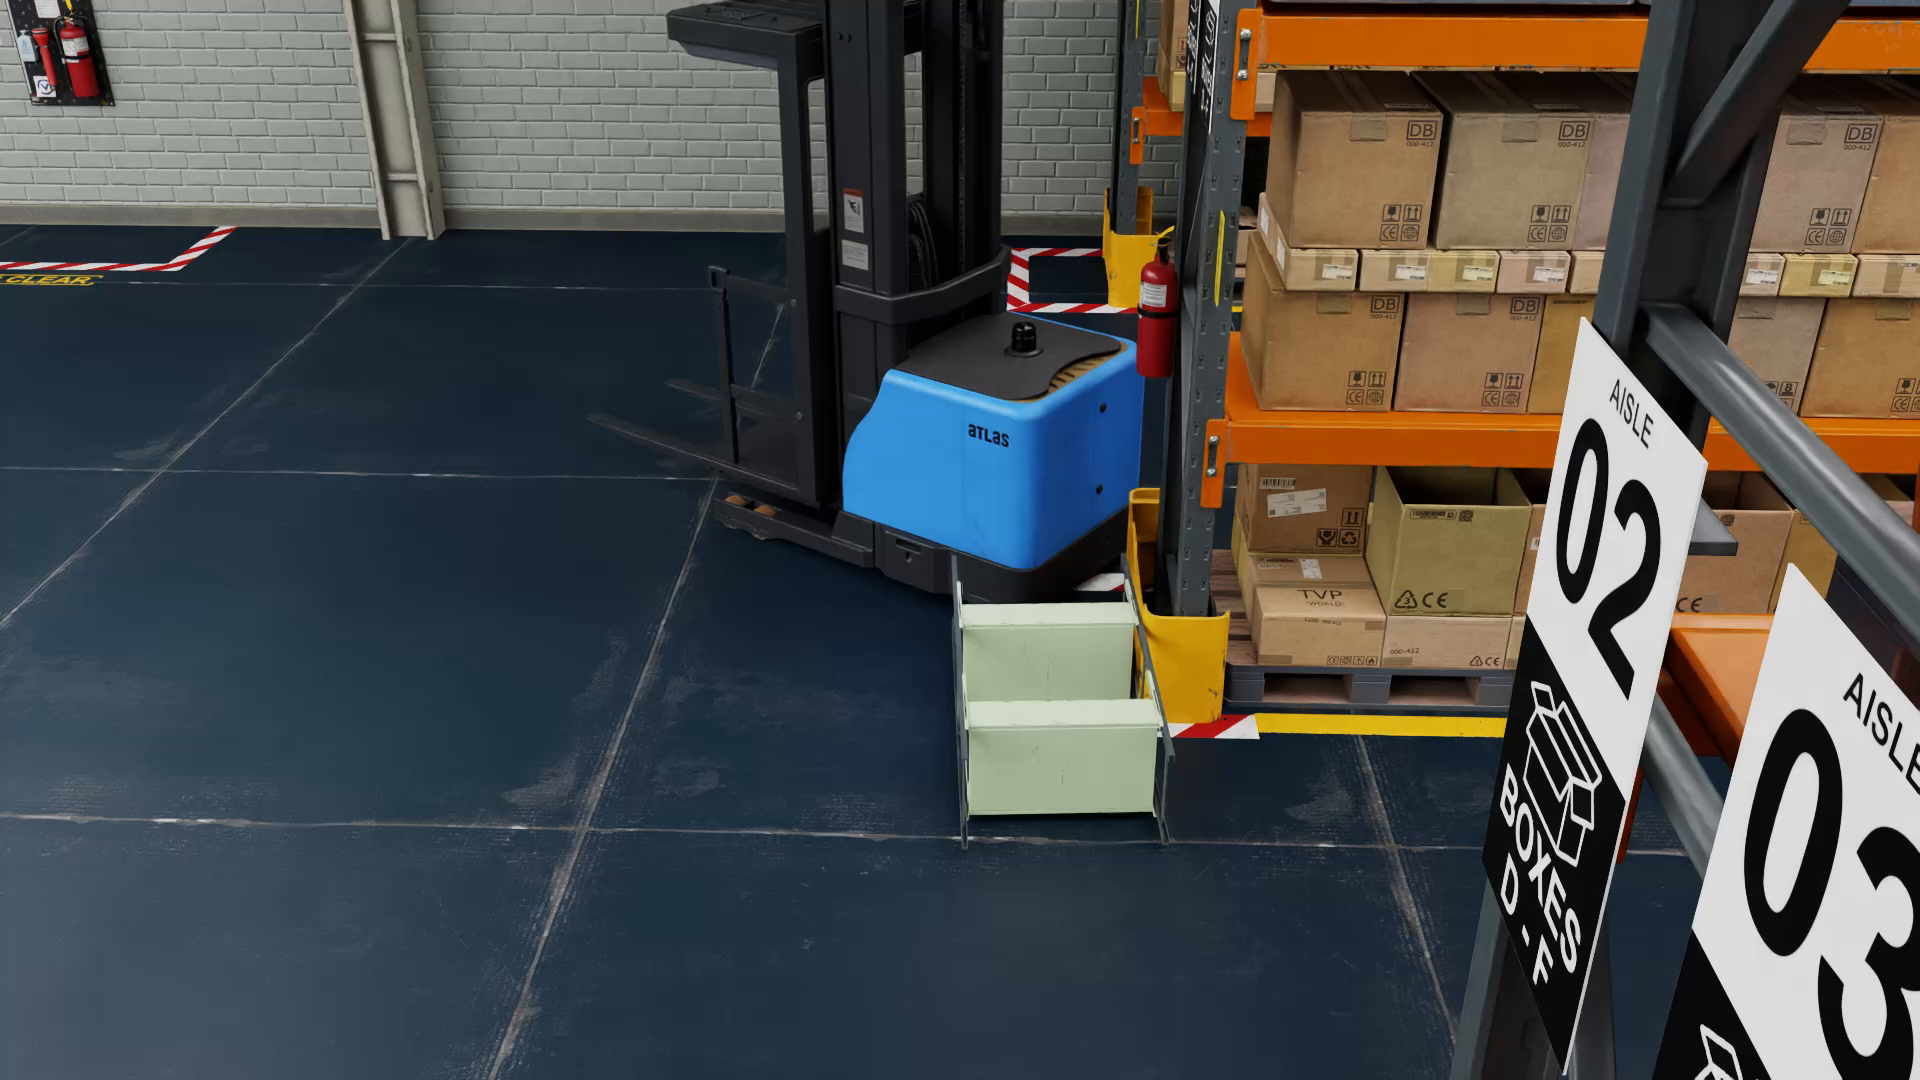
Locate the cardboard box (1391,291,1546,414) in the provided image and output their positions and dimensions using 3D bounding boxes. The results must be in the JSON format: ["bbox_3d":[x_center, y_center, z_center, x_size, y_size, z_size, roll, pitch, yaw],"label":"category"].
[{"bbox_3d":[1.942,-0.870,6.582,0.500,0.500,0.700,2,28,3],"label":"cardboard box"}]

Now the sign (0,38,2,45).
[{"bbox_3d":[-7.162,-3.789,12.158,0.234,0.329,0.001,1,28,2],"label":"sign"}]

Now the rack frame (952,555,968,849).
[{"bbox_3d":[-0.004,0.594,6.606,0.023,0.400,1.500,-1,28,-1],"label":"rack frame"}]

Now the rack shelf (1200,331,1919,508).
[{"bbox_3d":[2.949,-0.495,6.750,4.000,0.370,1.077,1,28,2],"label":"rack shelf"}]

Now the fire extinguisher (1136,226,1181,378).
[{"bbox_3d":[0.849,-1.032,7.076,0.183,0.674,0.296,1,28,2],"label":"fire extinguisher"}]

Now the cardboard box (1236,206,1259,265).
[{"bbox_3d":[1.810,-2.118,11.444,0.500,0.311,0.500,-2,28,-4],"label":"cardboard box"}]

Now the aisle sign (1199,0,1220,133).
[{"bbox_3d":[0.874,-1.853,5.767,0.004,0.787,0.394,1,28,2],"label":"aisle sign"}]

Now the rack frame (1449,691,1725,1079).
[{"bbox_3d":[0.772,1.472,2.270,0.127,3.000,1.000,1,28,2],"label":"rack frame"}]

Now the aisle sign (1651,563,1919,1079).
[{"bbox_3d":[0.690,0.460,1.405,0.004,0.787,0.394,1,28,2],"label":"aisle sign"}]

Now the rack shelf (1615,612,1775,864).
[{"bbox_3d":[2.771,0.498,1.674,4.000,0.370,1.077,1,28,2],"label":"rack shelf"}]

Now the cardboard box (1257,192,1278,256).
[{"bbox_3d":[1.339,-1.260,6.625,0.250,0.149,0.380,0,28,1],"label":"cardboard box"}]

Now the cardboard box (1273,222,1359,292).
[{"bbox_3d":[1.335,-1.070,6.266,0.250,0.149,0.380,1,28,1],"label":"cardboard box"}]

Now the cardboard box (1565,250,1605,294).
[{"bbox_3d":[2.367,-1.053,6.235,0.250,0.149,0.380,0,28,0],"label":"cardboard box"}]

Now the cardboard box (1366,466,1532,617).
[{"bbox_3d":[1.978,-0.028,6.787,0.500,0.500,0.500,1,28,2],"label":"cardboard box"}]

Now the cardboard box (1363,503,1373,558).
[{"bbox_3d":[1.997,0.056,7.429,0.500,0.250,0.500,1,28,2],"label":"cardboard box"}]

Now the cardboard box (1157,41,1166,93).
[{"bbox_3d":[1.596,-3.191,11.205,0.500,0.250,0.500,1,28,3],"label":"cardboard box"}]

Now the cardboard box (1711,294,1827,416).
[{"bbox_3d":[2.964,-0.852,6.549,0.500,0.500,0.700,2,28,3],"label":"cardboard box"}]

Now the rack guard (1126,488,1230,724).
[{"bbox_3d":[0.927,0.258,7.230,0.348,0.500,1.175,1,28,2],"label":"rack guard"}]

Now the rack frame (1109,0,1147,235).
[{"bbox_3d":[1.122,-3.165,11.018,0.127,3.000,1.000,1,28,2],"label":"rack frame"}]

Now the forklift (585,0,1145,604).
[{"bbox_3d":[-0.617,-1.478,7.908,3.031,2.935,1.130,19,33,31],"label":"forklift"}]

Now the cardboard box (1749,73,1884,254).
[{"bbox_3d":[3.000,-1.427,6.247,0.500,0.500,0.700,1,28,2],"label":"cardboard box"}]

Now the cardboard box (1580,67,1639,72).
[{"bbox_3d":[4.137,-3.241,10.500,0.500,0.500,0.500,1,28,2],"label":"cardboard box"}]

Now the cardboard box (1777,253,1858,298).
[{"bbox_3d":[3.134,-1.040,6.210,0.250,0.149,0.380,2,28,3],"label":"cardboard box"}]

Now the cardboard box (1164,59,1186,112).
[{"bbox_3d":[1.598,-2.951,10.753,0.500,0.250,0.500,0,28,0],"label":"cardboard box"}]

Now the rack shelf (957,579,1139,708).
[{"bbox_3d":[0.353,0.436,6.903,0.720,0.431,0.370,-1,28,-1],"label":"rack shelf"}]

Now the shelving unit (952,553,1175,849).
[{"bbox_3d":[0.362,0.589,6.615,0.755,0.431,1.500,-1,28,-1],"label":"shelving unit"}]

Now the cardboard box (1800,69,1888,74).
[{"bbox_3d":[5.627,-3.313,10.721,0.500,0.500,0.700,1,28,2],"label":"cardboard box"}]

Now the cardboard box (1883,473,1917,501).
[{"bbox_3d":[3.978,-0.001,6.736,0.500,0.500,0.500,1,28,2],"label":"cardboard box"}]

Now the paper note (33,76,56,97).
[{"bbox_3d":[-6.787,-3.362,12.331,0.142,0.148,0.016,1,28,2],"label":"paper note"}]

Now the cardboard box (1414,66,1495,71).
[{"bbox_3d":[3.114,-3.263,10.541,0.500,0.500,0.500,2,28,3],"label":"cardboard box"}]

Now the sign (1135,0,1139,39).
[{"bbox_3d":[1.103,-3.294,10.336,0.005,0.325,0.100,1,28,2],"label":"sign"}]

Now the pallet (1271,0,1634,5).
[{"bbox_3d":[1.656,-2.109,5.917,1.213,0.211,1.003,1,28,2],"label":"pallet"}]

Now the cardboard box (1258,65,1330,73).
[{"bbox_3d":[2.082,-3.278,10.568,0.500,0.500,0.500,1,28,2],"label":"cardboard box"}]

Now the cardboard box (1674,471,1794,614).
[{"bbox_3d":[2.978,-0.009,6.752,0.500,0.500,0.500,1,28,2],"label":"cardboard box"}]

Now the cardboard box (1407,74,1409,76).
[{"bbox_3d":[2.626,-2.938,10.728,0.500,0.250,0.500,1,28,1],"label":"cardboard box"}]

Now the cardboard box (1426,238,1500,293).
[{"bbox_3d":[1.848,-1.062,6.251,0.250,0.149,0.380,1,28,2],"label":"cardboard box"}]

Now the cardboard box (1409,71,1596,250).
[{"bbox_3d":[1.995,-1.443,6.277,0.500,0.500,0.700,0,28,0],"label":"cardboard box"}]

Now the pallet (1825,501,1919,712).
[{"bbox_3d":[1.595,0.290,1.500,1.213,0.211,1.003,1,28,2],"label":"pallet"}]

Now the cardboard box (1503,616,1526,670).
[{"bbox_3d":[2.478,0.311,6.948,0.500,0.250,0.500,1,28,2],"label":"cardboard box"}]

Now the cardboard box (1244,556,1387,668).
[{"bbox_3d":[1.479,0.296,6.976,0.500,0.250,0.500,1,28,2],"label":"cardboard box"}]
